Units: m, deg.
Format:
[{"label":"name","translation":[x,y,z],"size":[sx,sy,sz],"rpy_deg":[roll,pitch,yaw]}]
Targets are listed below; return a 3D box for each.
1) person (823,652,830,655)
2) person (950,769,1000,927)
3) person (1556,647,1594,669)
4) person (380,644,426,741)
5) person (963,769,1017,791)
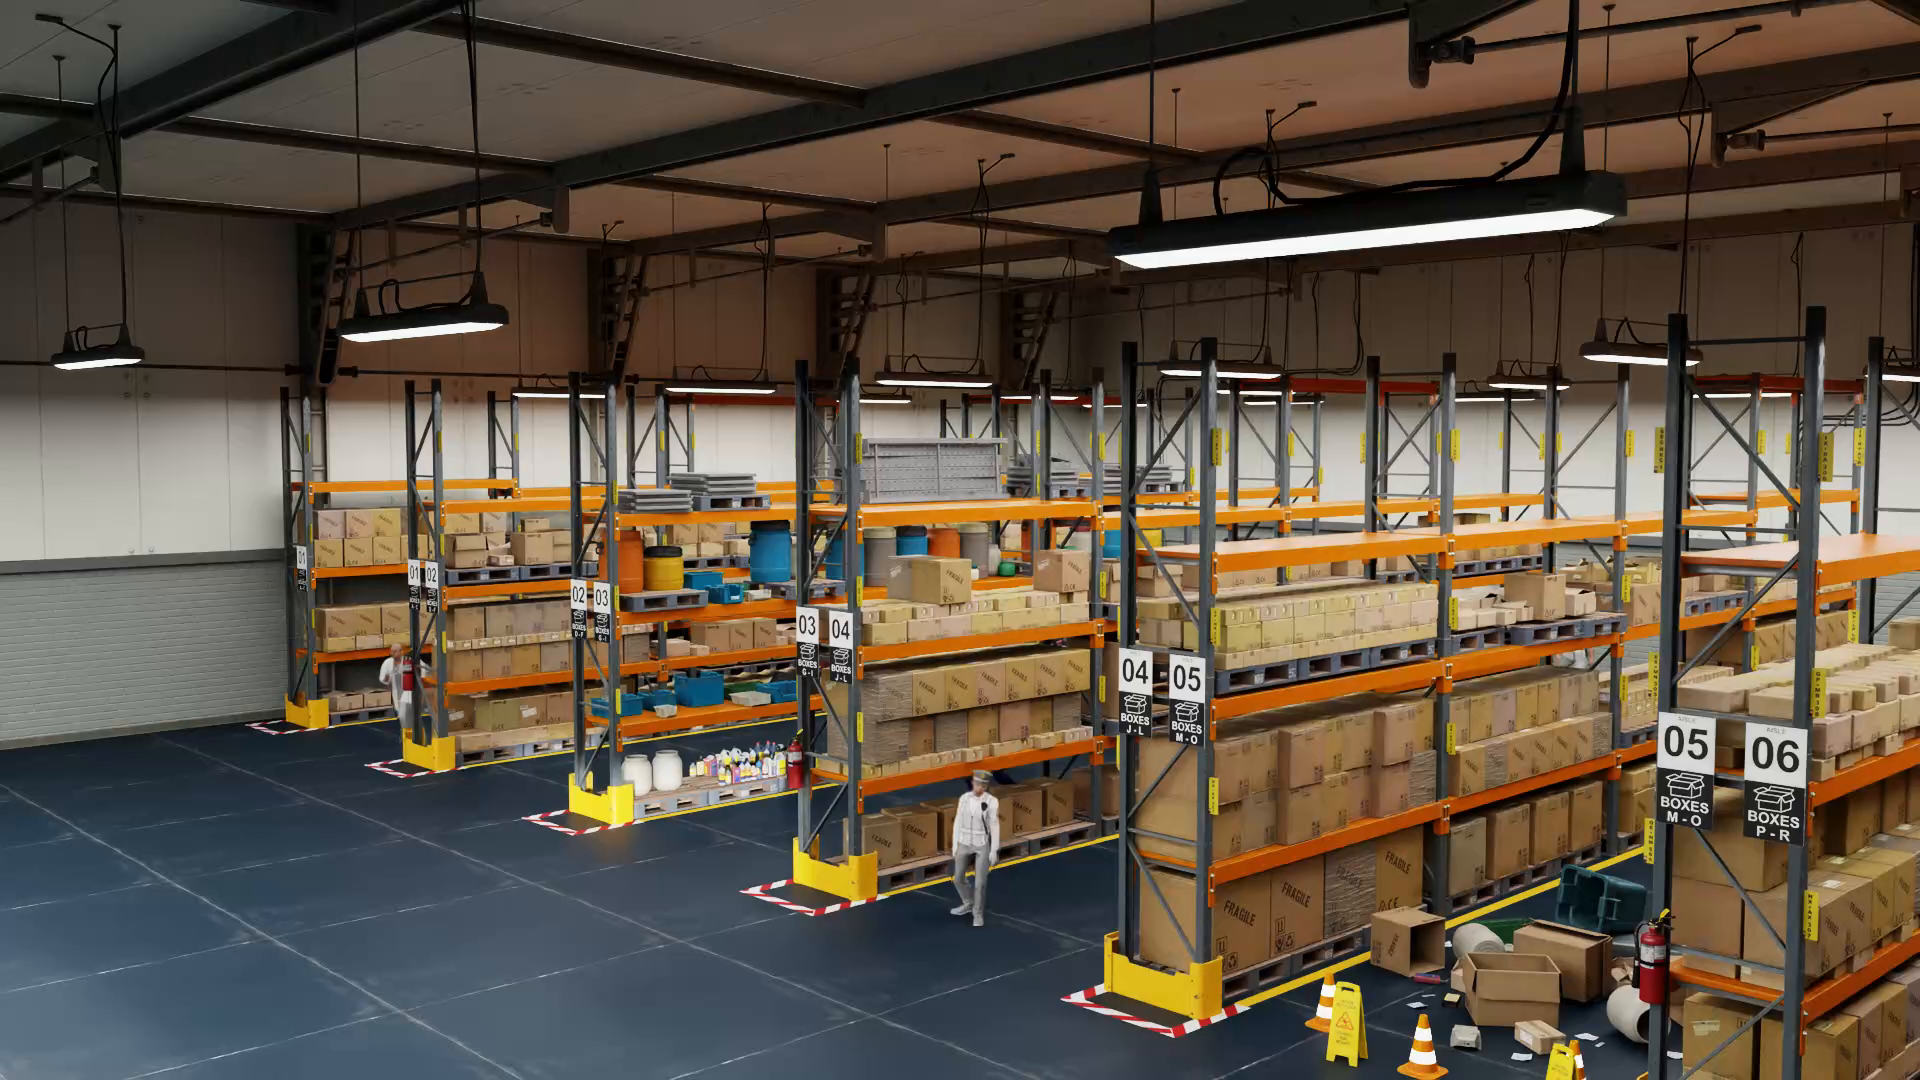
[{"label":"person","translation":[-2.708,2.128,34.686],"size":[0.566,1.675,0.931],"rpy_deg":[3,5,44]},{"label":"person","translation":[0.149,3.220,17.525],"size":[0.593,1.651,0.465],"rpy_deg":[1,4,19]},{"label":"person","translation":[11.926,2.243,32.369],"size":[0.805,1.692,0.719],"rpy_deg":[2,4,25]},{"label":"person","translation":[-9.150,2.548,27.346],"size":[0.635,1.736,1.042],"rpy_deg":[1,4,14]},{"label":"person","translation":[0.392,2.994,23.113],"size":[1.094,1.435,0.595],"rpy_deg":[-2,4,-26]}]
